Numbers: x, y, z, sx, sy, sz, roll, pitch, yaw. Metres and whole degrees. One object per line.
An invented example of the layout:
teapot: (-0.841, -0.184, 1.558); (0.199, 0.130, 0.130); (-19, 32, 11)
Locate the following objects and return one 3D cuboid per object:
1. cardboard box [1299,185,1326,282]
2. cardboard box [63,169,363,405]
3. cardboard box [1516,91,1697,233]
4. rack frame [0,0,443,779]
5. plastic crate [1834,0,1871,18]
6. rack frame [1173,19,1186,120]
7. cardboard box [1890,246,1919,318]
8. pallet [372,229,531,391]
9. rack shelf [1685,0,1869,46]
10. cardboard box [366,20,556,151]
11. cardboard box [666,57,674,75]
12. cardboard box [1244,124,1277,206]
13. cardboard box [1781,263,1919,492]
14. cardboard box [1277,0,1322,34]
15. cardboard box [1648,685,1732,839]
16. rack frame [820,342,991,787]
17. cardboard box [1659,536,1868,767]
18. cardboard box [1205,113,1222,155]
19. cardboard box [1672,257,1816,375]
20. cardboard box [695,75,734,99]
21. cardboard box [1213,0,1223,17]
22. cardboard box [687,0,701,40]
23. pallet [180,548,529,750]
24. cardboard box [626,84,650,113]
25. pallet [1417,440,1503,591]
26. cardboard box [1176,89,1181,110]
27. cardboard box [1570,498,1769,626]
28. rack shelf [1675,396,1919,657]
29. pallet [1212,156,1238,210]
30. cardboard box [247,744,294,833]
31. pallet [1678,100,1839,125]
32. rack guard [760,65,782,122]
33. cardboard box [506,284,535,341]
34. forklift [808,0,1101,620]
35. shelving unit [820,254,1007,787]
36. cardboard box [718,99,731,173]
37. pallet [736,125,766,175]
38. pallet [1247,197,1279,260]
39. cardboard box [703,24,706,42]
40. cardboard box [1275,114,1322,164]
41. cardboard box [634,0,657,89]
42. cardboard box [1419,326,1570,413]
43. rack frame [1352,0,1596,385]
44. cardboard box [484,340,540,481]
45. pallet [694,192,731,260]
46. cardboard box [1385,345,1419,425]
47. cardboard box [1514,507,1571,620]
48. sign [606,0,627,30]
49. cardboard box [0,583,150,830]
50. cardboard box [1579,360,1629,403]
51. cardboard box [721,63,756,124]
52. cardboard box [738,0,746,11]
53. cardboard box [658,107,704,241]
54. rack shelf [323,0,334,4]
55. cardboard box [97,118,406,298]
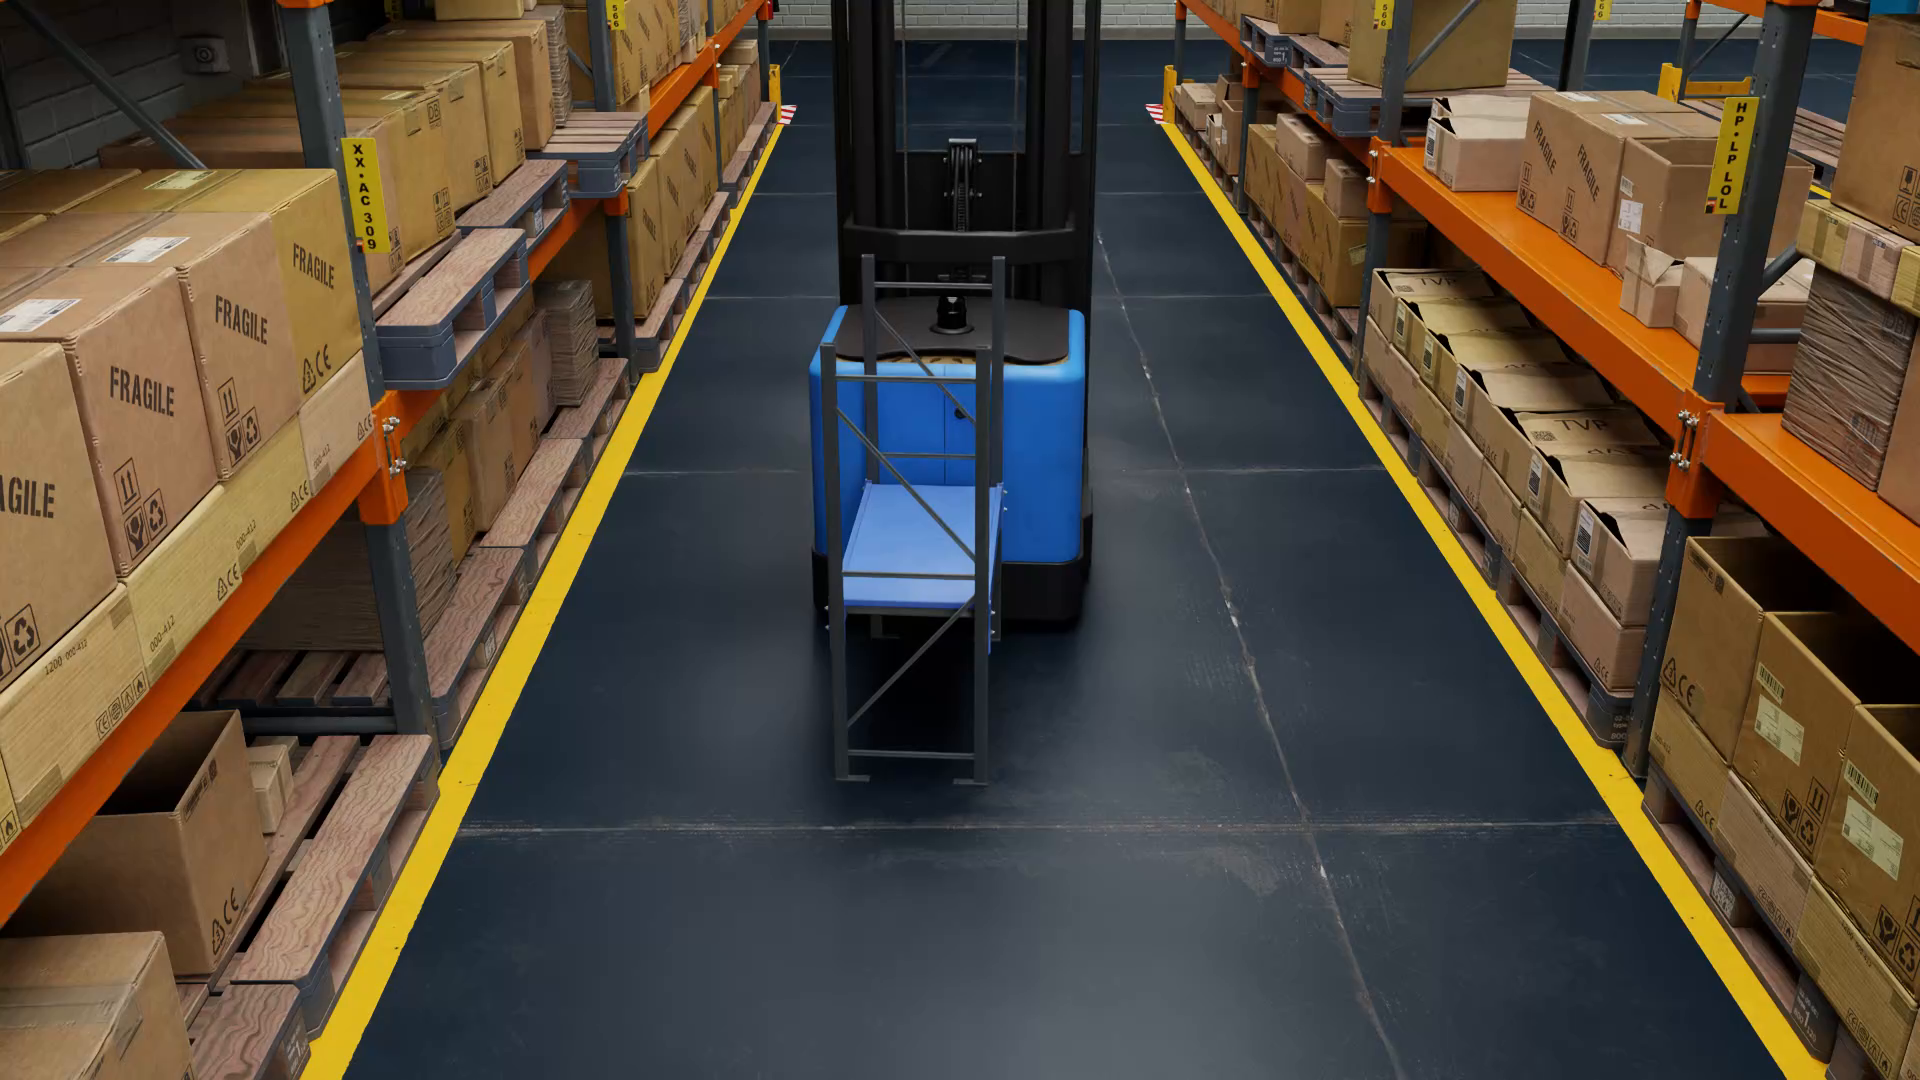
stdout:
cardboard box: (2.431, -1.905, 10.322); (0.500, 0.500, 0.500); (-1, 24, -2)
cardboard box: (-1.914, -0.663, 4.324); (0.500, 0.500, 0.500); (0, 24, -1)
cardboard box: (2.716, -1.600, 7.027); (0.500, 0.500, 0.500); (-2, 24, -3)
rack frame: (-2.229, -0.574, 4.880); (1.000, 3.000, 0.127); (0, 24, -1)
plastic crate: (7.310, -4.277, 13.328); (0.437, 0.125, 0.590); (0, 24, -1)
rack frame: (2.594, -5.543, 15.865); (1.000, 3.000, 0.127); (0, 24, -1)
cardboard box: (2.541, -0.618, 4.067); (0.380, 0.149, 0.250); (-1, 24, -2)
pallet: (-2.092, -0.802, 5.617); (1.003, 0.211, 1.213); (0, 24, -1)
rack shelf: (7.569, -4.412, 14.237); (1.077, 0.370, 4.000); (0, 24, -1)
cardboard box: (-2.224, -2.045, 7.476); (0.700, 0.500, 0.500); (-3, 24, -6)
cardboard box: (-2.059, -3.104, 10.753); (0.380, 0.149, 0.250); (-1, 24, -2)
cardboard box: (2.399, -2.756, 12.202); (0.500, 0.500, 0.500); (-1, 24, -3)
cardboard box: (2.736, -0.461, 4.507); (0.700, 0.500, 0.500); (-1, 24, -2)
cardboard box: (2.490, -3.652, 11.054); (0.700, 0.500, 0.500); (4, 25, 8)
cardboard box: (2.426, 0.656, 4.987); (0.500, 0.250, 0.500); (0, 24, -1)
rack frame: (-0.160, 0.114, 5.178); (0.500, 1.500, 0.032); (2, 24, 3)
cardboard box: (2.417, 0.314, 4.832); (0.500, 0.500, 0.500); (0, 24, -1)
cardboard box: (2.339, -3.412, 13.884); (0.500, 0.311, 0.500); (0, 24, -1)
cardboard box: (2.676, -0.732, 5.411); (0.500, 0.250, 0.500); (1, 24, 3)
cardboard box: (-2.043, -3.669, 13.459); (0.380, 0.149, 0.250); (1, 24, 1)
cardboard box: (2.360, -4.569, 13.591); (0.500, 0.500, 0.500); (0, 24, 1)
cardboard box: (-2.044, -3.662, 11.199); (0.500, 0.500, 0.500); (0, 24, 0)
pallet: (-2.239, 0.376, 6.163); (1.003, 0.211, 1.213); (0, 24, -1)
cardboard box: (-1.957, -2.468, 9.346); (0.380, 0.149, 0.250); (0, 24, 1)
pallet: (2.661, -0.135, 7.292); (1.003, 0.211, 1.213); (0, 24, -1)
cardboard box: (2.257, -4.175, 15.746); (0.380, 0.166, 0.250); (0, 24, -1)
cardboard box: (2.433, 0.042, 5.663); (0.500, 0.311, 0.500); (0, 24, -1)
rack shelf: (2.746, 0.554, 3.258); (1.077, 0.370, 4.000); (0, 24, -1)
pallet: (2.631, -2.907, 13.421); (1.003, 0.211, 1.213); (0, 24, -1)
cardboard box: (-2.193, 0.737, 4.886); (0.380, 0.166, 0.250); (-3, 25, -7)
pallet: (7.517, -3.953, 15.734); (1.003, 0.211, 1.213); (0, 24, -1)
rack guard: (-2.360, -4.390, 16.350); (1.175, 0.500, 0.348); (0, 24, -1)
cardboard box: (-2.269, -1.094, 7.618); (0.500, 0.250, 0.500); (0, 24, 0)
forklift: (0.041, -1.594, 7.218); (1.130, 2.935, 3.031); (2, 24, 3)
shelving unit: (-0.127, -0.095, 5.641); (0.538, 1.500, 1.048); (2, 24, 3)
cardboard box: (-2.222, -3.232, 13.279); (0.700, 0.500, 0.500); (0, 24, 0)
pallet: (-2.262, -3.418, 14.551); (1.003, 0.211, 1.213); (0, 24, -1)
pallet: (2.684, -2.289, 12.055); (1.003, 0.211, 1.213); (0, 24, -1)
cardboard box: (-2.029, -3.627, 11.911); (0.380, 0.149, 0.250); (0, 24, 0)
cardboard box: (2.410, -2.685, 11.137); (0.500, 0.250, 0.500); (0, 24, 0)
cardboard box: (-2.018, -2.830, 9.360); (0.500, 0.500, 0.500); (1, 24, 1)
cardboard box: (2.410, -0.797, 7.518); (0.500, 0.311, 0.500); (-1, 24, -2)
rack frame: (2.681, -2.246, 8.577); (1.000, 3.000, 0.127); (0, 24, -1)
cardboard box: (-2.289, -0.570, 7.370); (0.700, 0.500, 0.500); (0, 24, -1)
pallet: (-2.232, -2.283, 12.041); (1.003, 0.211, 1.213); (0, 24, -1)
cardboard box: (2.399, -0.760, 8.119); (0.500, 0.250, 0.500); (-1, 24, -2)
cardboard box: (2.426, 0.085, 6.248); (0.500, 0.250, 0.500); (-1, 24, -1)
sign: (-1.730, -2.720, 8.316); (0.100, 0.325, 0.005); (0, 24, -1)
cardboard box: (-1.896, 0.299, 3.107); (0.500, 0.250, 0.500); (0, 24, 0)
cardboard box: (2.951, -0.597, 7.076); (0.500, 0.311, 0.500); (0, 24, 1)
cardboard box: (-2.247, -4.077, 15.149); (0.700, 0.500, 0.500); (0, 24, -1)
cardboard box: (-2.326, -4.832, 13.929); (0.980, 0.700, 0.700); (-1, 24, -3)
cardboard box: (-2.166, -2.449, 11.124); (0.750, 0.750, 0.750); (0, 24, 1)
rack shelf: (-2.251, -2.437, 6.232); (1.077, 0.370, 4.000); (0, 24, -1)
cardboard box: (-2.200, -1.030, 5.232); (0.700, 0.500, 0.500); (0, 24, 0)
